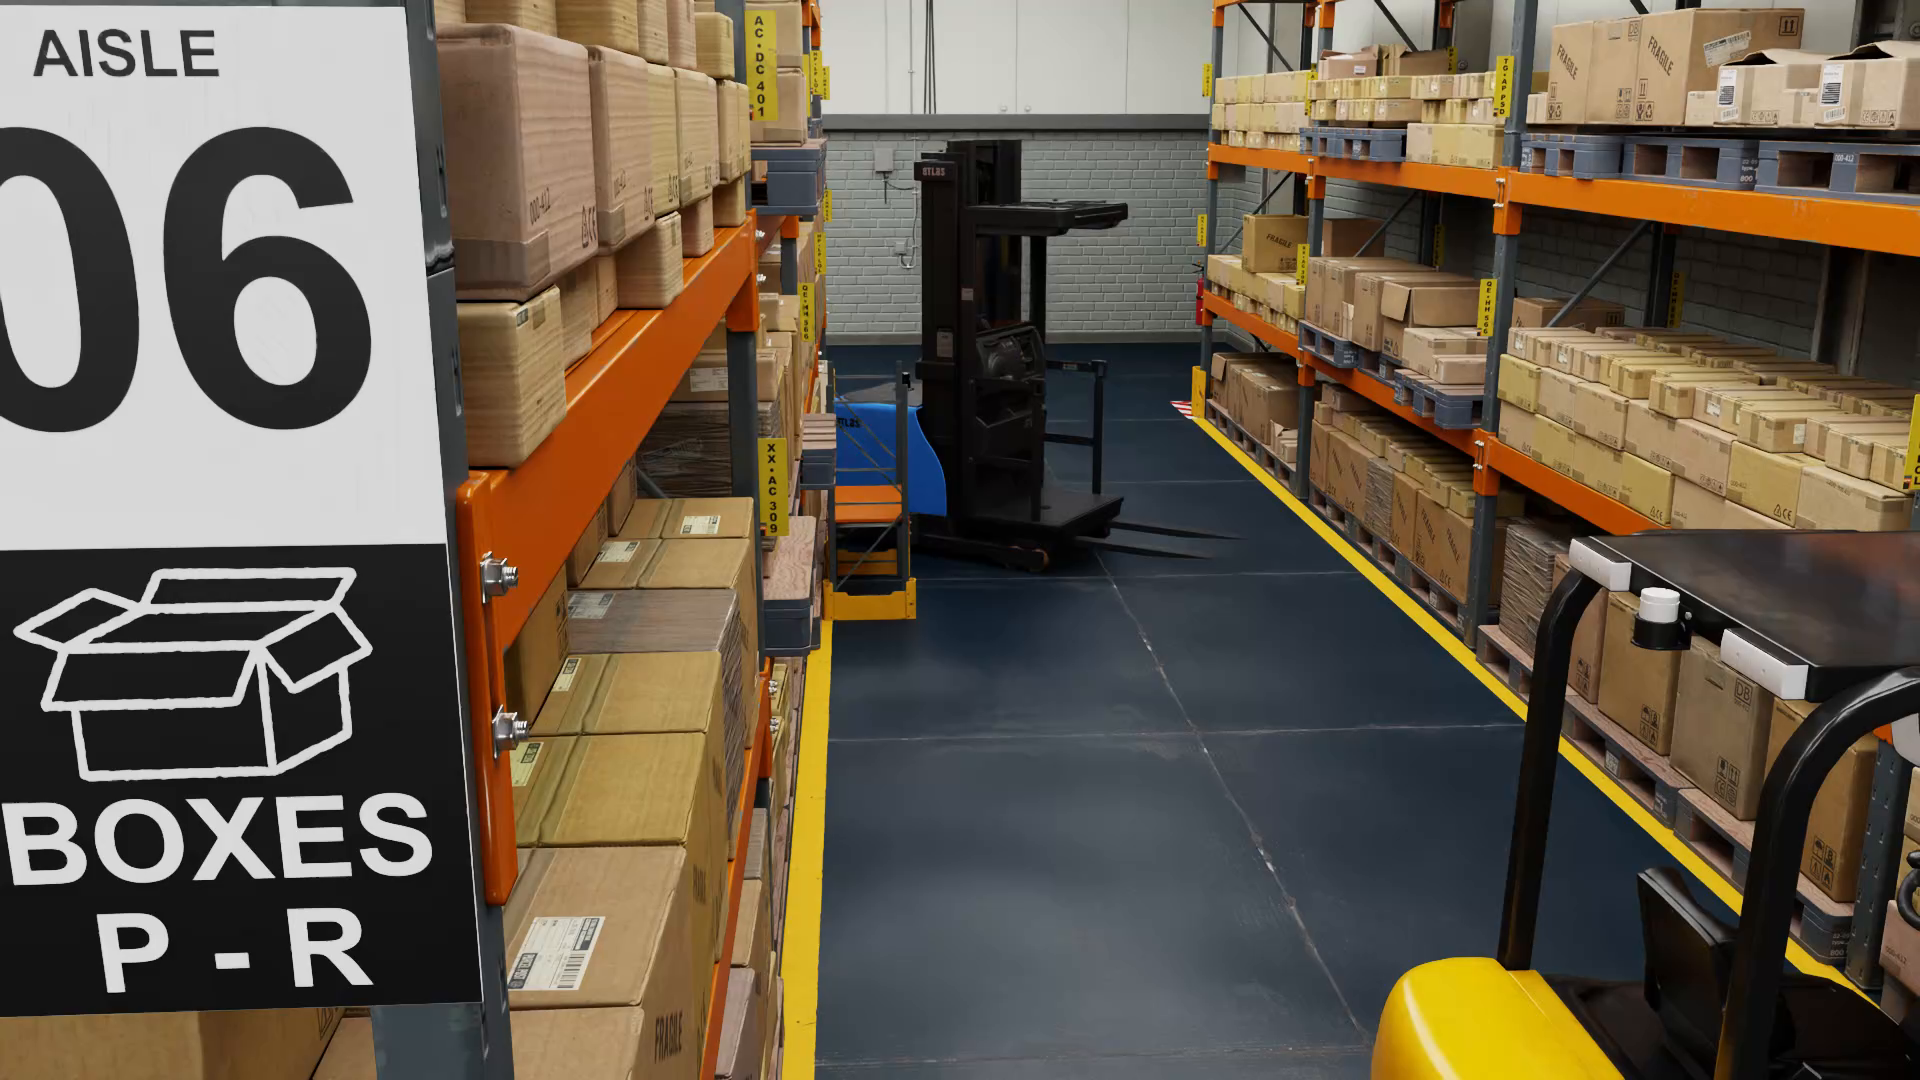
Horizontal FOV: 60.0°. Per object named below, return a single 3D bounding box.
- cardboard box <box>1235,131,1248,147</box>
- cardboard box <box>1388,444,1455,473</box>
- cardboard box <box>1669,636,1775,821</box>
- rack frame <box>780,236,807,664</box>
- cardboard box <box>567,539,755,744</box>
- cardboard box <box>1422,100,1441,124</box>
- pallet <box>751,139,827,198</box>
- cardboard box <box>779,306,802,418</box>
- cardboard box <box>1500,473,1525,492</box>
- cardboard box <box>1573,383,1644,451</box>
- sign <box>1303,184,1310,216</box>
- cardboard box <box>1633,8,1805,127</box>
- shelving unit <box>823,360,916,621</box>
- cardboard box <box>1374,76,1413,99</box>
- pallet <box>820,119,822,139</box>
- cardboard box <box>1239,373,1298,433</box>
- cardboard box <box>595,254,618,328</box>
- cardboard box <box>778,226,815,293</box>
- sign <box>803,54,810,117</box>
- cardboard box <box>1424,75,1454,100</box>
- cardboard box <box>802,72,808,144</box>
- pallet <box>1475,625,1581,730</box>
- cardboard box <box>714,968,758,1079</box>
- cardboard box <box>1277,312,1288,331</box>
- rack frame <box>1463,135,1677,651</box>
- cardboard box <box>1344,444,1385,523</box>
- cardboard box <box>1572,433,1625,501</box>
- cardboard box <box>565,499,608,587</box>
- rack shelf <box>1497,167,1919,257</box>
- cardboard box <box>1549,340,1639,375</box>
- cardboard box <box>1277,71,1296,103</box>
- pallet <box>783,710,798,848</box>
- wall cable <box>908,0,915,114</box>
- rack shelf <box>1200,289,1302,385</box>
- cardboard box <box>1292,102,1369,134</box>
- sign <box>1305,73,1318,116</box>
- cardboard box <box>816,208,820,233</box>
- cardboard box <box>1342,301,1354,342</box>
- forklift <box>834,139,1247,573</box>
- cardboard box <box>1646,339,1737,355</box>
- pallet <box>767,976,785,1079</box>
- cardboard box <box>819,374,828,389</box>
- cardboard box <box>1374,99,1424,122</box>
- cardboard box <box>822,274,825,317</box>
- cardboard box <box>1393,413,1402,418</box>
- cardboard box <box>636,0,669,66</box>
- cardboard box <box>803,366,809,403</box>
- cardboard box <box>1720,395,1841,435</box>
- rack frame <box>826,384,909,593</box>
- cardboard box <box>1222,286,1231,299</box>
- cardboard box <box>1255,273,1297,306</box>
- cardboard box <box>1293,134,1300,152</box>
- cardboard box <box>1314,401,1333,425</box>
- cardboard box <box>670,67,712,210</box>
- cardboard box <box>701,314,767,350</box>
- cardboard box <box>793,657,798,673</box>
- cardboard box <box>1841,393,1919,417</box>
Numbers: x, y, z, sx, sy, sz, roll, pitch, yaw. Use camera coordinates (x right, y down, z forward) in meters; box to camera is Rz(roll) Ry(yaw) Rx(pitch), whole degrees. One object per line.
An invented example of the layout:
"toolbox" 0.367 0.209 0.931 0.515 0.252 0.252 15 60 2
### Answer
"cardboard box" 2.822 -3.794 15.738 0.380 0.149 0.250 -1 14 -4
"cardboard box" 3.215 -0.570 11.594 0.380 0.149 0.250 -2 15 -6
"cardboard box" 3.716 0.805 7.302 0.875 0.625 0.625 -1 14 -4
"rack frame" -1.401 -0.736 9.369 1.000 3.000 0.127 -1 14 -3
"cardboard box" -0.839 0.300 4.541 0.500 0.500 0.500 0 14 -2
"cardboard box" 3.237 -2.792 10.839 0.380 0.149 0.250 0 14 -2
"pallet" -1.153 -1.516 6.758 1.213 0.211 1.003 -1 14 -3
"cardboard box" -1.053 -0.895 8.345 0.500 0.500 0.500 -1 14 -4
"cardboard box" 3.746 -0.383 10.866 0.380 0.149 0.250 -1 14 -3
"cardboard box" 3.380 -0.614 8.192 0.500 0.250 0.500 -1 14 -5
"sign" 3.612 -3.521 17.233 0.100 0.325 0.005 -1 14 -3
"cardboard box" 3.417 -2.130 7.521 0.500 0.500 0.500 -1 14 -2
"shelving unit" -0.608 -0.352 10.886 0.587 1.500 1.083 -1 14 -4
"cardboard box" 3.039 -3.073 11.292 0.380 0.149 0.250 -1 14 -3
"pallet" -1.841 -3.951 16.023 1.003 0.211 1.213 -1 14 -3
"cardboard box" 2.947 -1.297 15.720 0.500 0.500 0.500 -1 14 -2
"cardboard box" -0.750 -0.423 2.635 0.380 0.149 0.250 -1 14 -5
"cardboard box" -1.332 -2.028 12.182 0.500 0.500 0.500 -1 14 -2
"sign" -0.860 -2.447 8.961 0.100 0.325 0.005 -1 14 -3
"cardboard box" 3.174 -2.872 10.554 0.380 0.149 0.250 -1 14 -5
"cardboard box" -0.822 -1.603 6.174 0.500 0.250 0.500 -1 14 -4
"pallet" 3.565 0.742 9.220 1.003 0.211 1.213 -1 14 -3
"cardboard box" -0.783 1.420 4.159 0.500 0.500 0.500 0 14 0
"cardboard box" 2.955 -1.891 14.361 0.380 0.149 0.250 -1 14 -2
"rack frame" 3.553 -0.814 9.670 1.000 3.000 0.127 -1 14 -3
"cardboard box" 3.179 -0.421 12.318 0.500 0.500 0.500 -1 14 -5
"cardboard box" 3.401 -0.374 8.262 0.500 0.250 0.500 -1 14 -5
"cardboard box" -1.333 -0.178 4.395 0.700 0.500 0.500 -1 14 -3
"rack shelf" 3.676 -1.421 7.453 1.077 0.370 4.000 -1 14 -3
"cardboard box" 3.338 -0.963 8.747 0.380 0.149 0.250 0 14 -2
"cardboard box" 2.993 -3.823 14.046 0.500 0.250 0.500 -1 14 -4
"pallet" -1.282 1.111 7.785 1.003 0.211 1.213 -1 14 -3
"wall cable" -1.780 -7.053 21.878 2.355 3.000 0.029 -1 14 -3
"rack shelf" 3.181 -1.958 15.560 1.077 0.370 4.000 -1 14 -3
"cardboard box" 3.025 -3.449 13.596 0.500 0.250 0.500 -1 14 -3
"sign" 2.764 -3.502 13.059 0.100 0.325 0.005 -1 14 -3
"cardboard box" -1.483 -2.639 14.558 0.500 0.500 0.500 -1 14 -2
"cardboard box" 3.008 -1.596 12.135 0.396 0.266 0.258 0 14 -1
"forklift" 0.543 -1.342 11.859 3.031 2.935 1.130 8 17 29
"cardboard box" 3.858 -0.970 8.775 0.380 0.149 0.250 -1 14 -3
"pallet" -1.077 1.775 5.203 1.003 0.211 1.213 -1 14 -3
"cardboard box" -1.691 -1.299 15.853 0.875 0.438 0.875 0 14 -2
"cardboard box" 3.047 -2.929 11.333 0.380 0.149 0.250 -1 14 -2
"cardboard box" -1.500 -2.278 15.158 0.500 0.500 0.500 0 14 -2
"cardboard box" 3.637 -0.963 13.123 0.380 0.149 0.250 -1 14 -3
"cardboard box" -0.696 -0.871 2.776 0.380 0.149 0.250 0 14 -2
"cardboard box" -1.257 -1.047 10.879 0.500 0.250 0.500 0 14 -2
"cardboard box" 3.459 -0.518 7.019 0.380 0.149 0.250 -1 14 -5
"rack frame" -0.573 -0.224 10.386 0.500 1.500 0.032 -1 14 -4
"cardboard box" 2.865 -2.533 16.857 0.380 0.149 0.250 -1 14 -2
"cardboard box" 2.966 -2.252 14.962 0.500 0.250 0.500 -1 14 -4
"cardboard box" 2.976 -3.286 13.761 0.380 0.149 0.250 -1 14 -4
"cardboard box" 3.061 -1.022 13.352 0.380 0.149 0.250 0 14 -1
"cardboard box" -0.761 -0.781 3.228 0.500 0.250 0.500 -1 14 -2
"cardboard box" -1.000 -0.843 6.840 0.380 0.149 0.250 0 14 0
"cardboard box" -1.376 0.473 9.097 0.950 0.372 0.625 -2 15 -7
"cardboard box" 3.987 -0.528 7.055 0.380 0.149 0.250 -1 14 -3
